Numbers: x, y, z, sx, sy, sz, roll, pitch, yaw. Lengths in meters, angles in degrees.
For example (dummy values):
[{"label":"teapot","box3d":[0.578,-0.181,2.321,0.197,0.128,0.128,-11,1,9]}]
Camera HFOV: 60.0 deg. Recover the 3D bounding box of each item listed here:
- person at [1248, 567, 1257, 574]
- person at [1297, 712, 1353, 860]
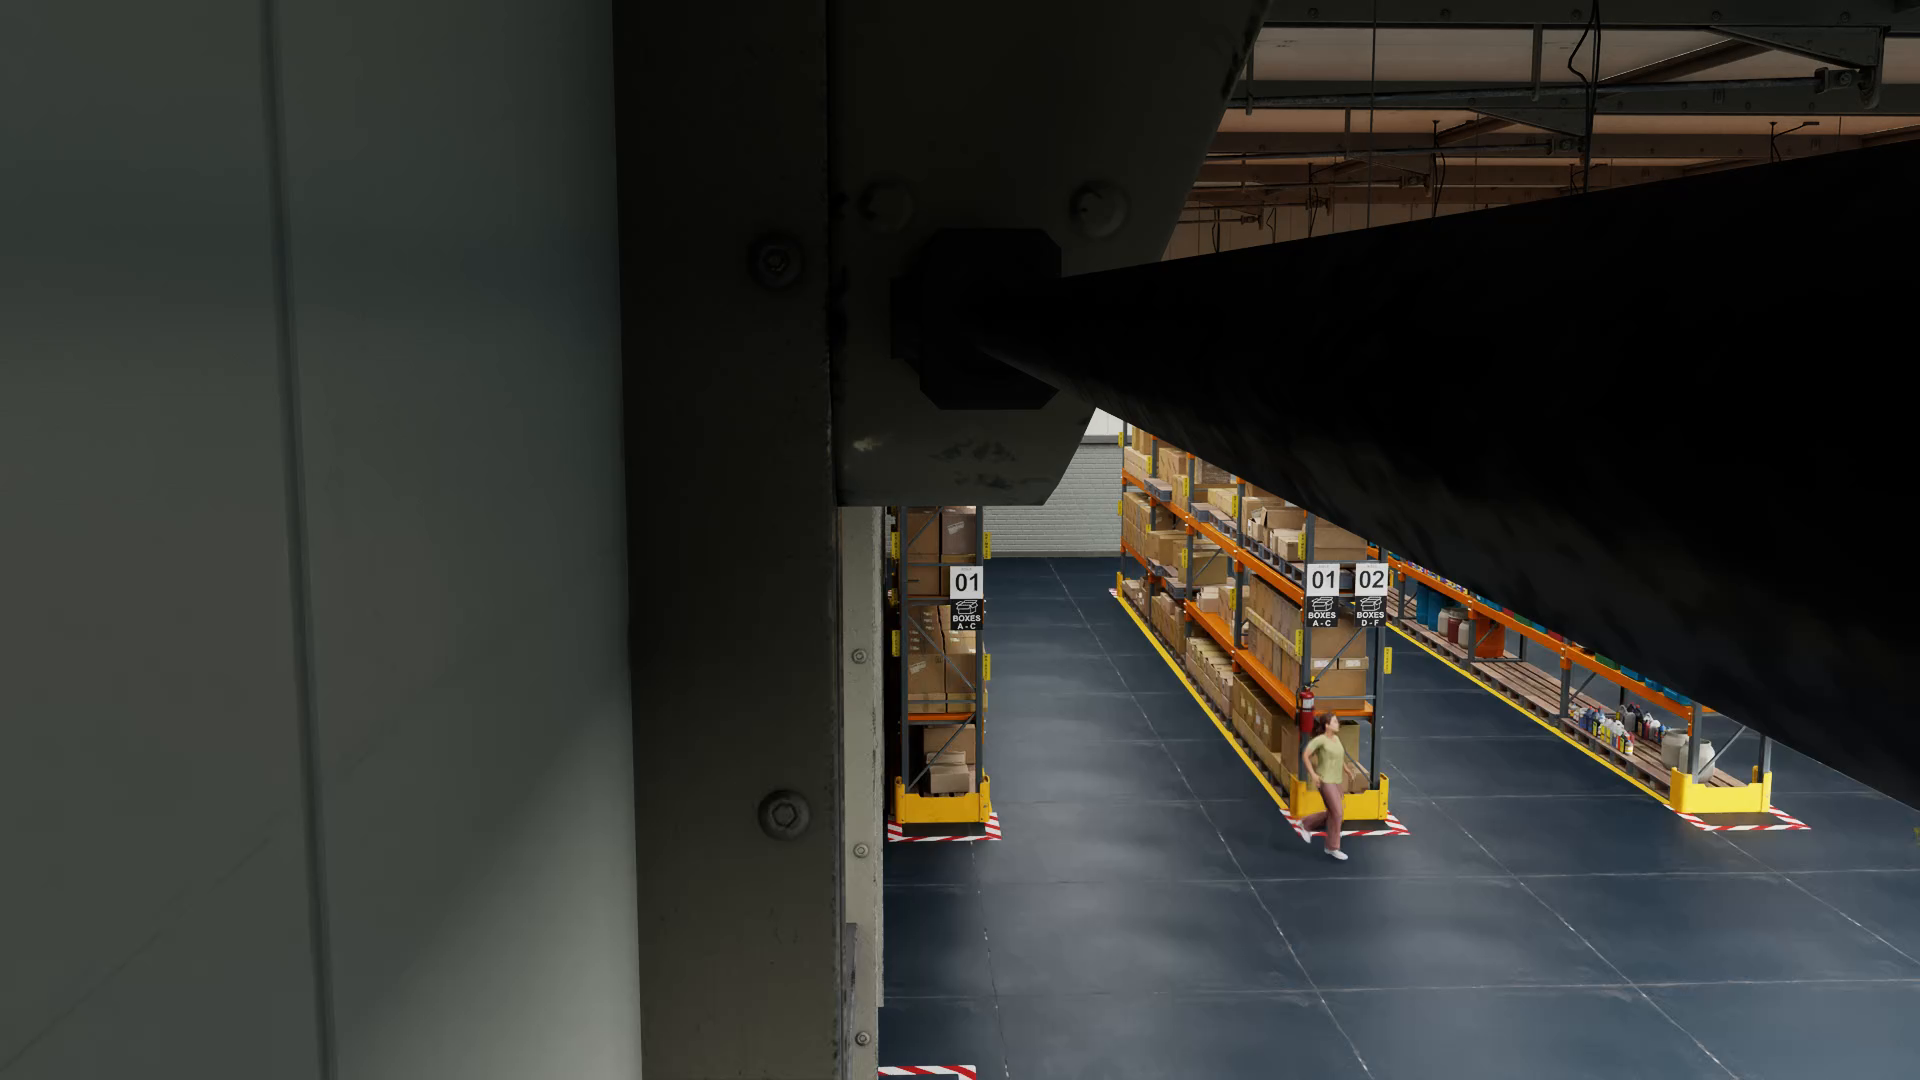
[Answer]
[{"label":"person","box3d":[6.175,0.708,34.159,0.539,1.724,0.763,-2,8,-13]},{"label":"person","box3d":[4.292,2.828,19.361,0.704,1.648,0.626,8,11,44]}]
